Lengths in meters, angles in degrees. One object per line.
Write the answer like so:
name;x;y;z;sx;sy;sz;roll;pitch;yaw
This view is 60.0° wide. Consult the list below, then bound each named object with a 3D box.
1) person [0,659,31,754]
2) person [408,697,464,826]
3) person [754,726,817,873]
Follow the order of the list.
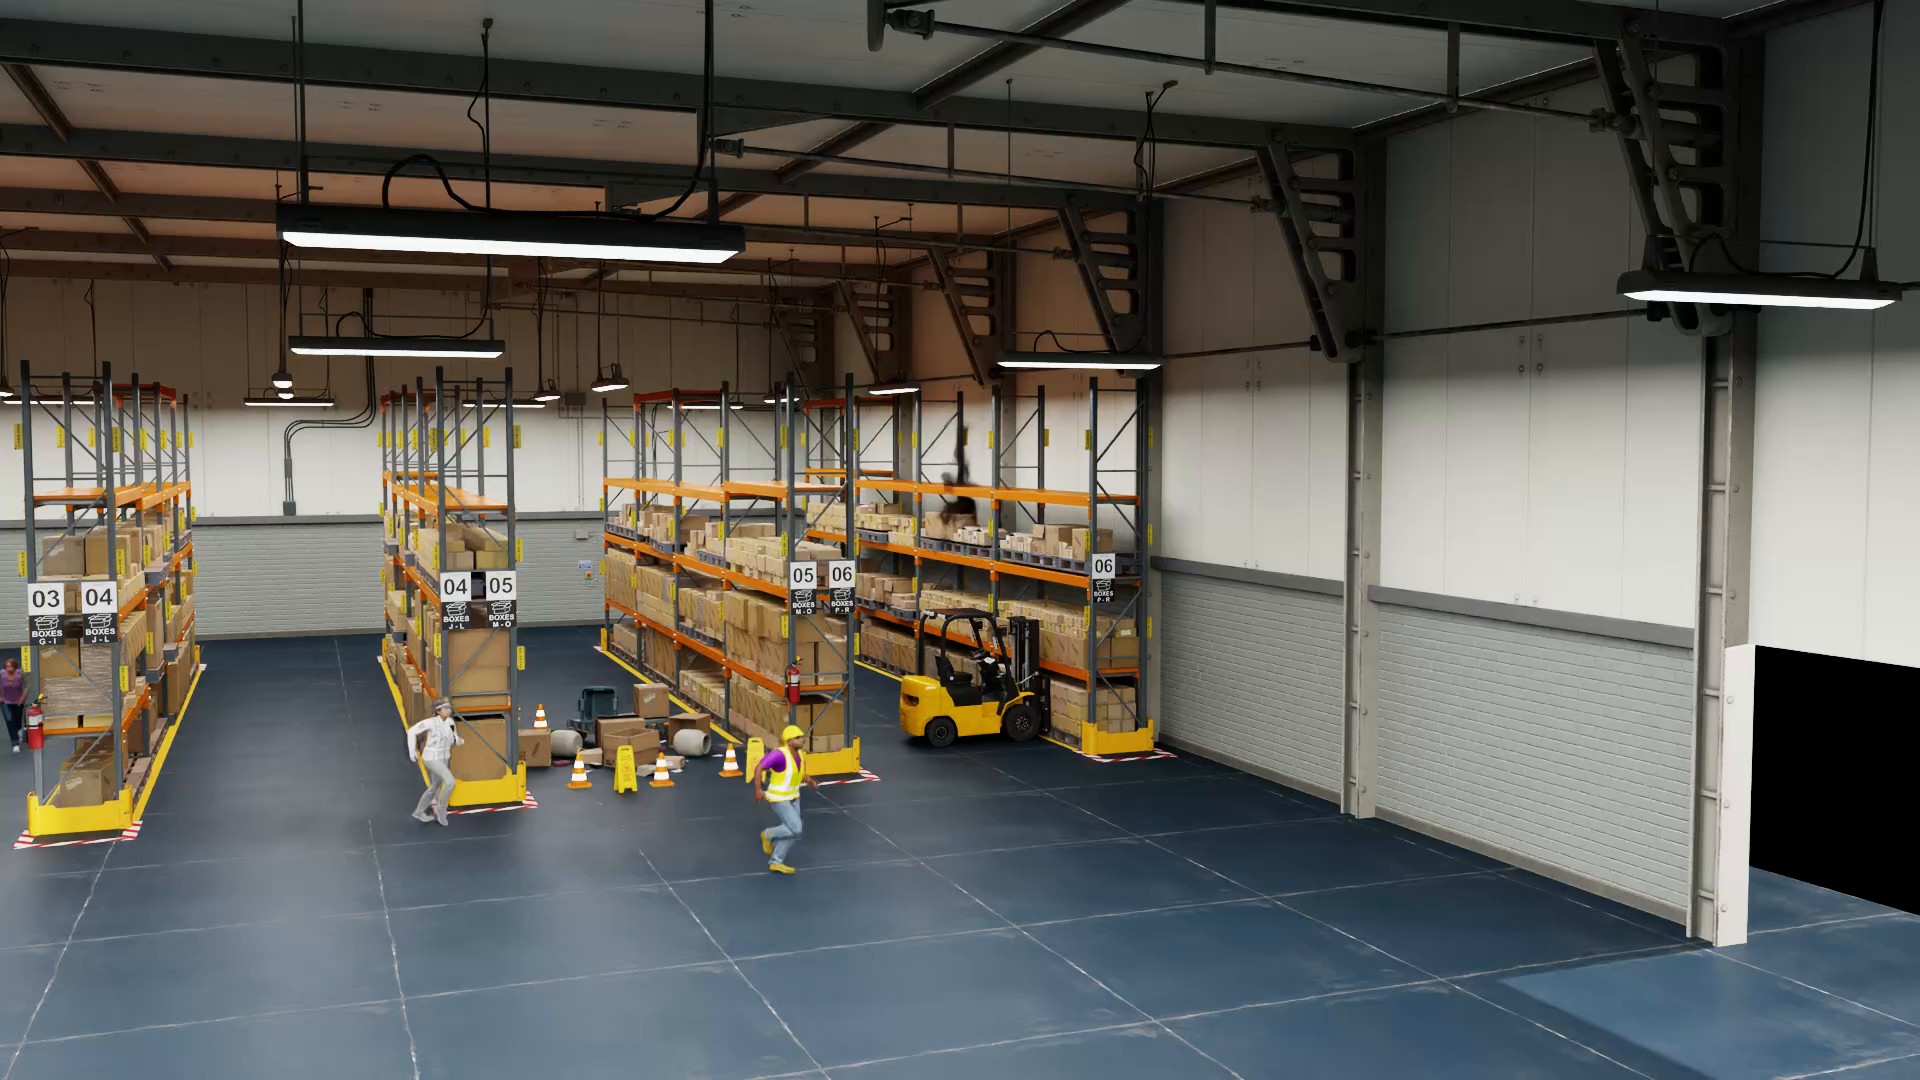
person;-15.291;2.644;26.852;0.557;1.548;0.894;-1;4;-21
person;-6.763;2.861;21.520;0.771;1.668;0.640;1;4;23
person;-1.992;3.000;19.225;0.662;1.709;0.749;2;4;29
